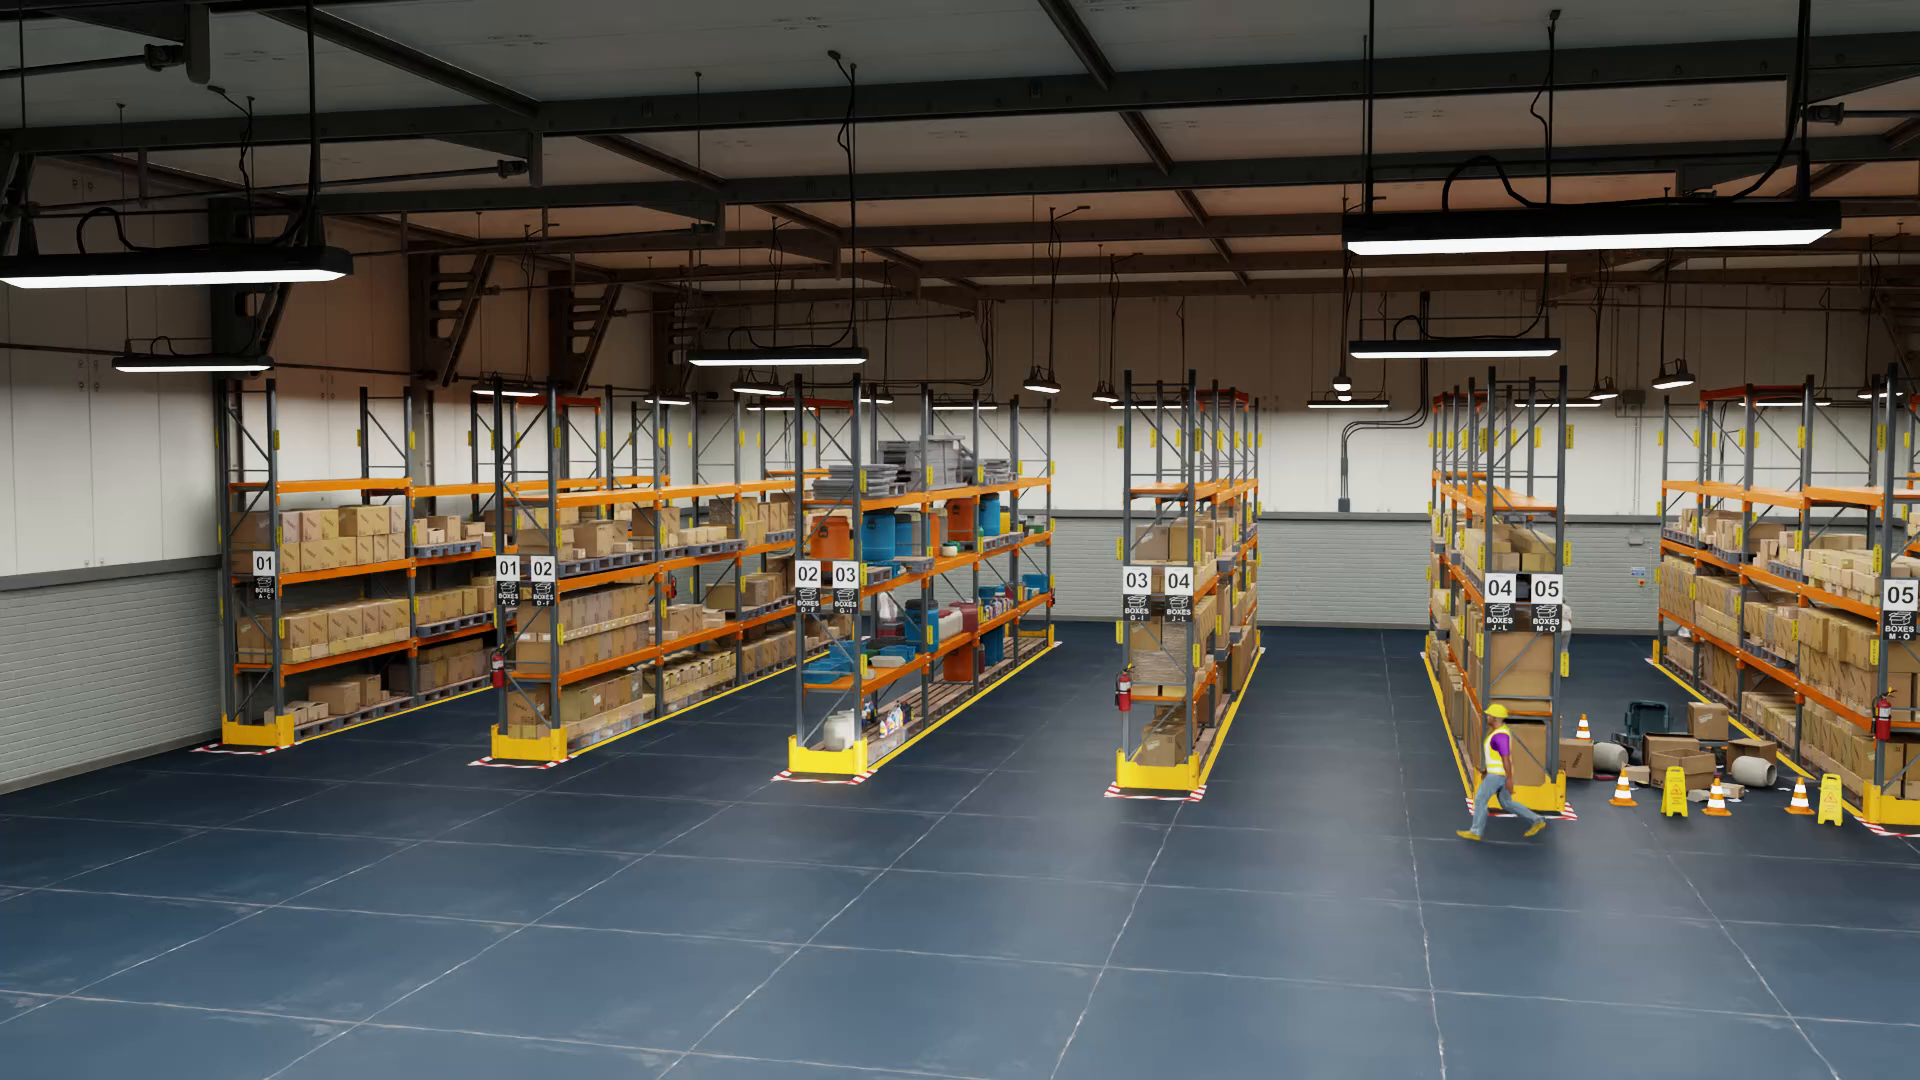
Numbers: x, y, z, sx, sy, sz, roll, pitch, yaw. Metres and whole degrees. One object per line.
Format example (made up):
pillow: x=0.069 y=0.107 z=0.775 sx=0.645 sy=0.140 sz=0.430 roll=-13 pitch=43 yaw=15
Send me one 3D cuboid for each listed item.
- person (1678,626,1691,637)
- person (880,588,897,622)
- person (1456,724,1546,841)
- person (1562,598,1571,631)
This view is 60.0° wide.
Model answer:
person: x=17.432 y=1.691 z=39.936 sx=0.491 sy=1.678 sz=0.906 roll=0 pitch=3 yaw=-4
person: x=-1.646 y=1.463 z=38.459 sx=0.375 sy=1.083 sz=0.567 roll=-2 pitch=4 yaw=-33
person: x=6.764 y=3.025 z=20.748 sx=1.068 sy=1.469 sz=0.593 roll=1 pitch=4 yaw=18
person: x=13.056 y=2.021 z=36.111 sx=0.535 sy=1.633 sz=0.437 roll=-2 pitch=4 yaw=-24
